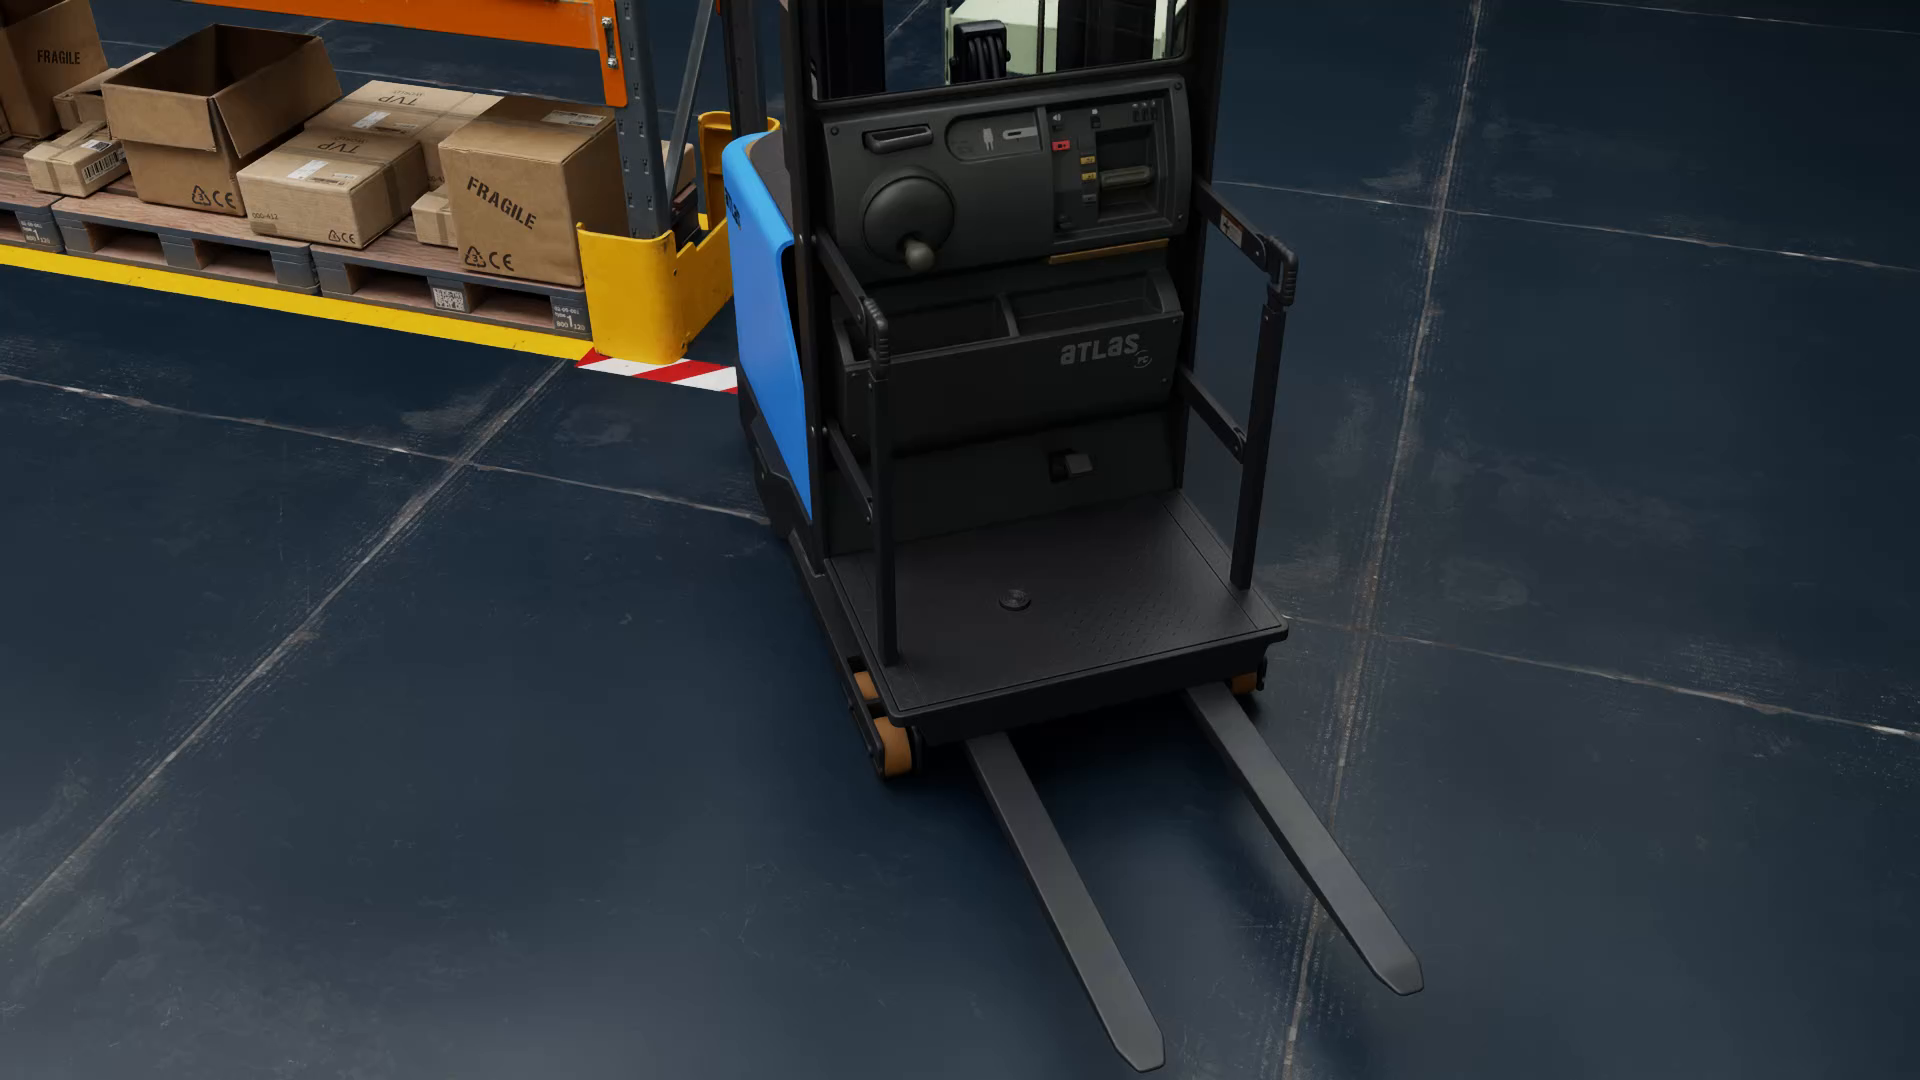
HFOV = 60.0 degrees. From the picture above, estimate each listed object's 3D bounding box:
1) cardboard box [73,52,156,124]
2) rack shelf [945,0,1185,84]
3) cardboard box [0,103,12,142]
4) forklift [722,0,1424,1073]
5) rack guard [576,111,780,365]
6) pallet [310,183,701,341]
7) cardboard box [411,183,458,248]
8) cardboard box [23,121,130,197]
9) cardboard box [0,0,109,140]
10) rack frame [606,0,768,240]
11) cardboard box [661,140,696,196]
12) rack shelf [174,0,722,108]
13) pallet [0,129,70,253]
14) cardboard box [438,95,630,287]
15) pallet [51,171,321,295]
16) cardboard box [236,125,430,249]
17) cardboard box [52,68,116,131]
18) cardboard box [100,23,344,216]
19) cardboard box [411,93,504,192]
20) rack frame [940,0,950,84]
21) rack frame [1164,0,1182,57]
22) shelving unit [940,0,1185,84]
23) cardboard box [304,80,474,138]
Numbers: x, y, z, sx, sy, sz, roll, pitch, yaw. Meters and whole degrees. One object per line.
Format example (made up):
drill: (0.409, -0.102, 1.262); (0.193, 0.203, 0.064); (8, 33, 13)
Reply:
cardboard box: (-3.447, -1.918, 7.222); (0.500, 0.311, 0.500); (10, 38, 14)
rack shelf: (0.356, -1.609, 5.512); (0.720, 0.370, 0.431); (11, 38, 14)
cardboard box: (-4.455, -1.794, 7.054); (0.500, 0.311, 0.500); (10, 38, 14)
forklift: (0.200, -0.827, 3.901); (1.130, 2.935, 3.031); (-11, 38, -15)
rack guard: (-1.046, -1.196, 6.453); (0.348, 0.500, 1.175); (10, 38, 14)
pallet: (-1.807, -1.220, 6.730); (1.213, 0.211, 1.003); (10, 38, 14)
cardboard box: (-1.926, -1.305, 6.511); (0.250, 0.166, 0.380); (10, 38, 14)
cardboard box: (-3.627, -1.589, 6.897); (0.250, 0.166, 0.380); (10, 38, 14)
cardboard box: (-4.163, -2.127, 7.346); (0.500, 0.500, 0.500); (10, 38, 14)
rack frame: (-0.974, -2.189, 5.694); (0.127, 3.000, 1.000); (10, 38, 14)
cardboard box: (-1.271, -1.487, 6.773); (0.250, 0.149, 0.380); (10, 38, 14)
rack shelf: (-2.883, -2.253, 6.388); (4.000, 0.370, 1.077); (10, 38, 14)
pallet: (-4.136, -1.651, 7.316); (1.213, 0.211, 1.003); (10, 38, 14)
cardboard box: (-1.566, -1.317, 6.246); (0.500, 0.500, 0.500); (10, 38, 14)
pallet: (-2.968, -1.437, 7.024); (1.213, 0.211, 1.003); (10, 38, 14)
cardboard box: (-2.464, -1.401, 6.571); (0.500, 0.250, 0.500); (10, 38, 14)
cardboard box: (-3.787, -1.953, 7.407); (0.250, 0.149, 0.380); (10, 38, 14)
cardboard box: (-2.997, -1.739, 6.817); (0.637, 0.503, 0.797); (10, 38, 14)
cardboard box: (-1.885, -1.604, 6.847); (0.500, 0.250, 0.500); (10, 38, 14)
rack frame: (0.008, -1.360, 5.833); (0.023, 1.500, 0.400); (11, 38, 14)
rack frame: (0.705, -1.229, 5.655); (0.023, 1.500, 0.400); (11, 38, 14)
shelving unit: (0.356, -1.295, 5.744); (0.755, 1.500, 0.431); (11, 38, 14)
cardboard box: (-2.363, -1.692, 6.967); (0.500, 0.250, 0.500); (10, 38, 14)
